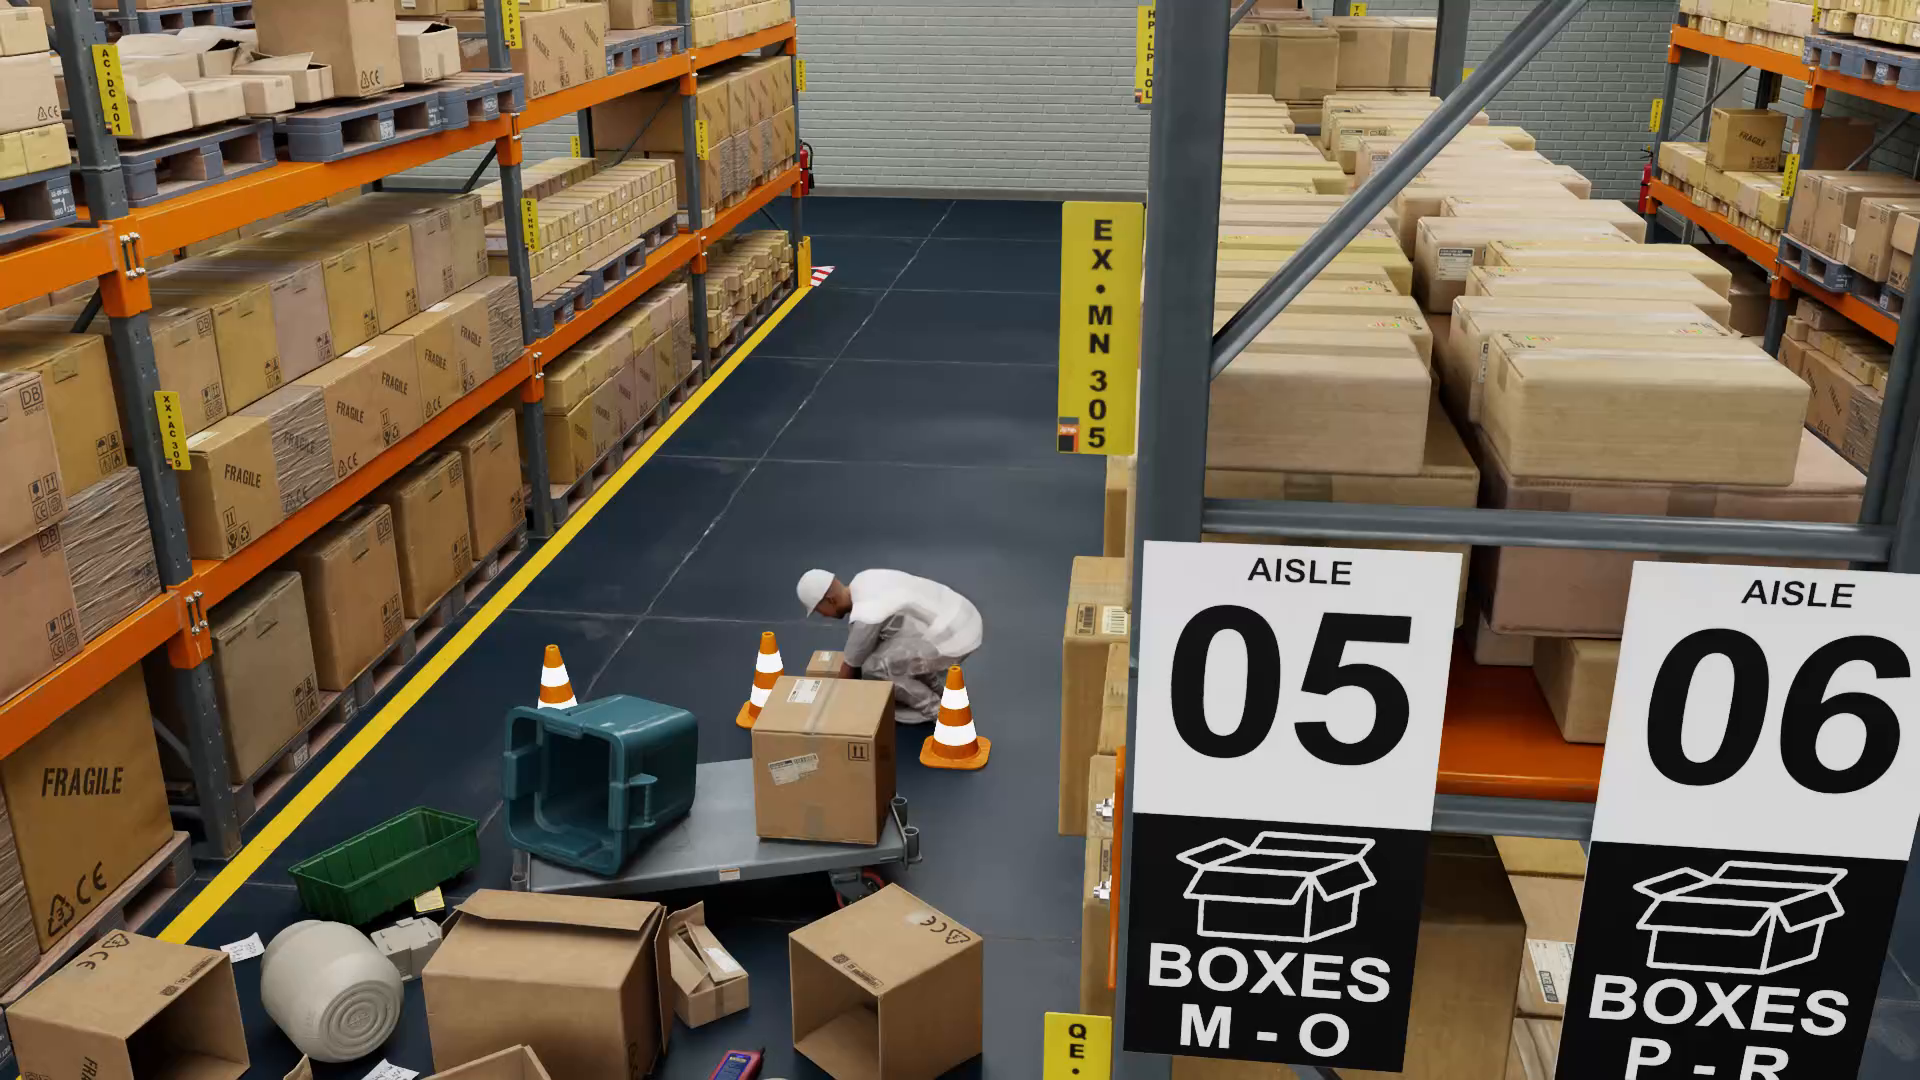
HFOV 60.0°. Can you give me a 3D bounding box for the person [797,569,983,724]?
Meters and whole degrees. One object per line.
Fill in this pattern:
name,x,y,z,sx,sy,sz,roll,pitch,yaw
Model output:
person,-0.357,0.565,8.592,0.948,0.876,0.558,2,21,4
